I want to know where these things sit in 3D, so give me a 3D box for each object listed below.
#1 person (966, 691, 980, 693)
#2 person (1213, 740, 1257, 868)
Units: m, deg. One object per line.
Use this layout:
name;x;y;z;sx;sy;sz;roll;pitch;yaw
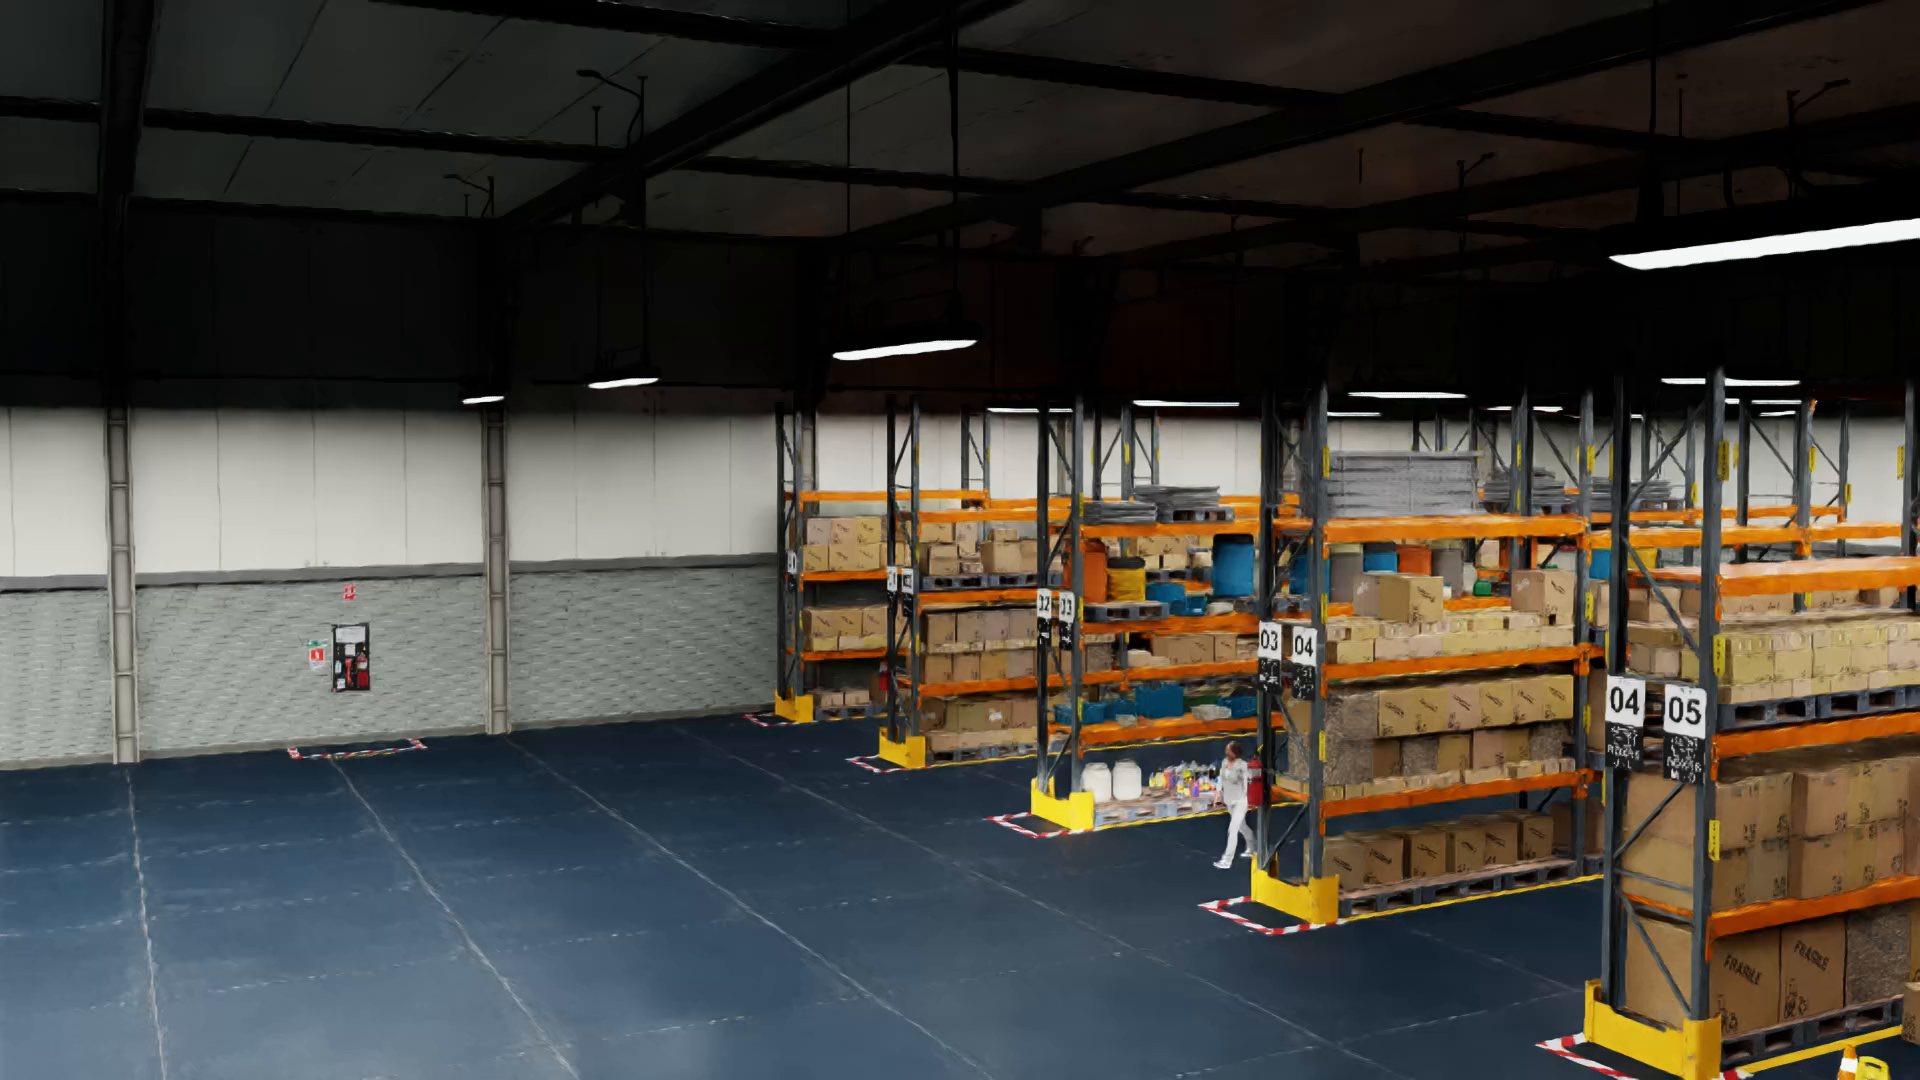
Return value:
person;0.185;2.646;30.329;0.999;1.580;0.478;-2;4;-36
person;3.388;3.223;20.506;0.957;1.533;0.411;-2;4;-36
